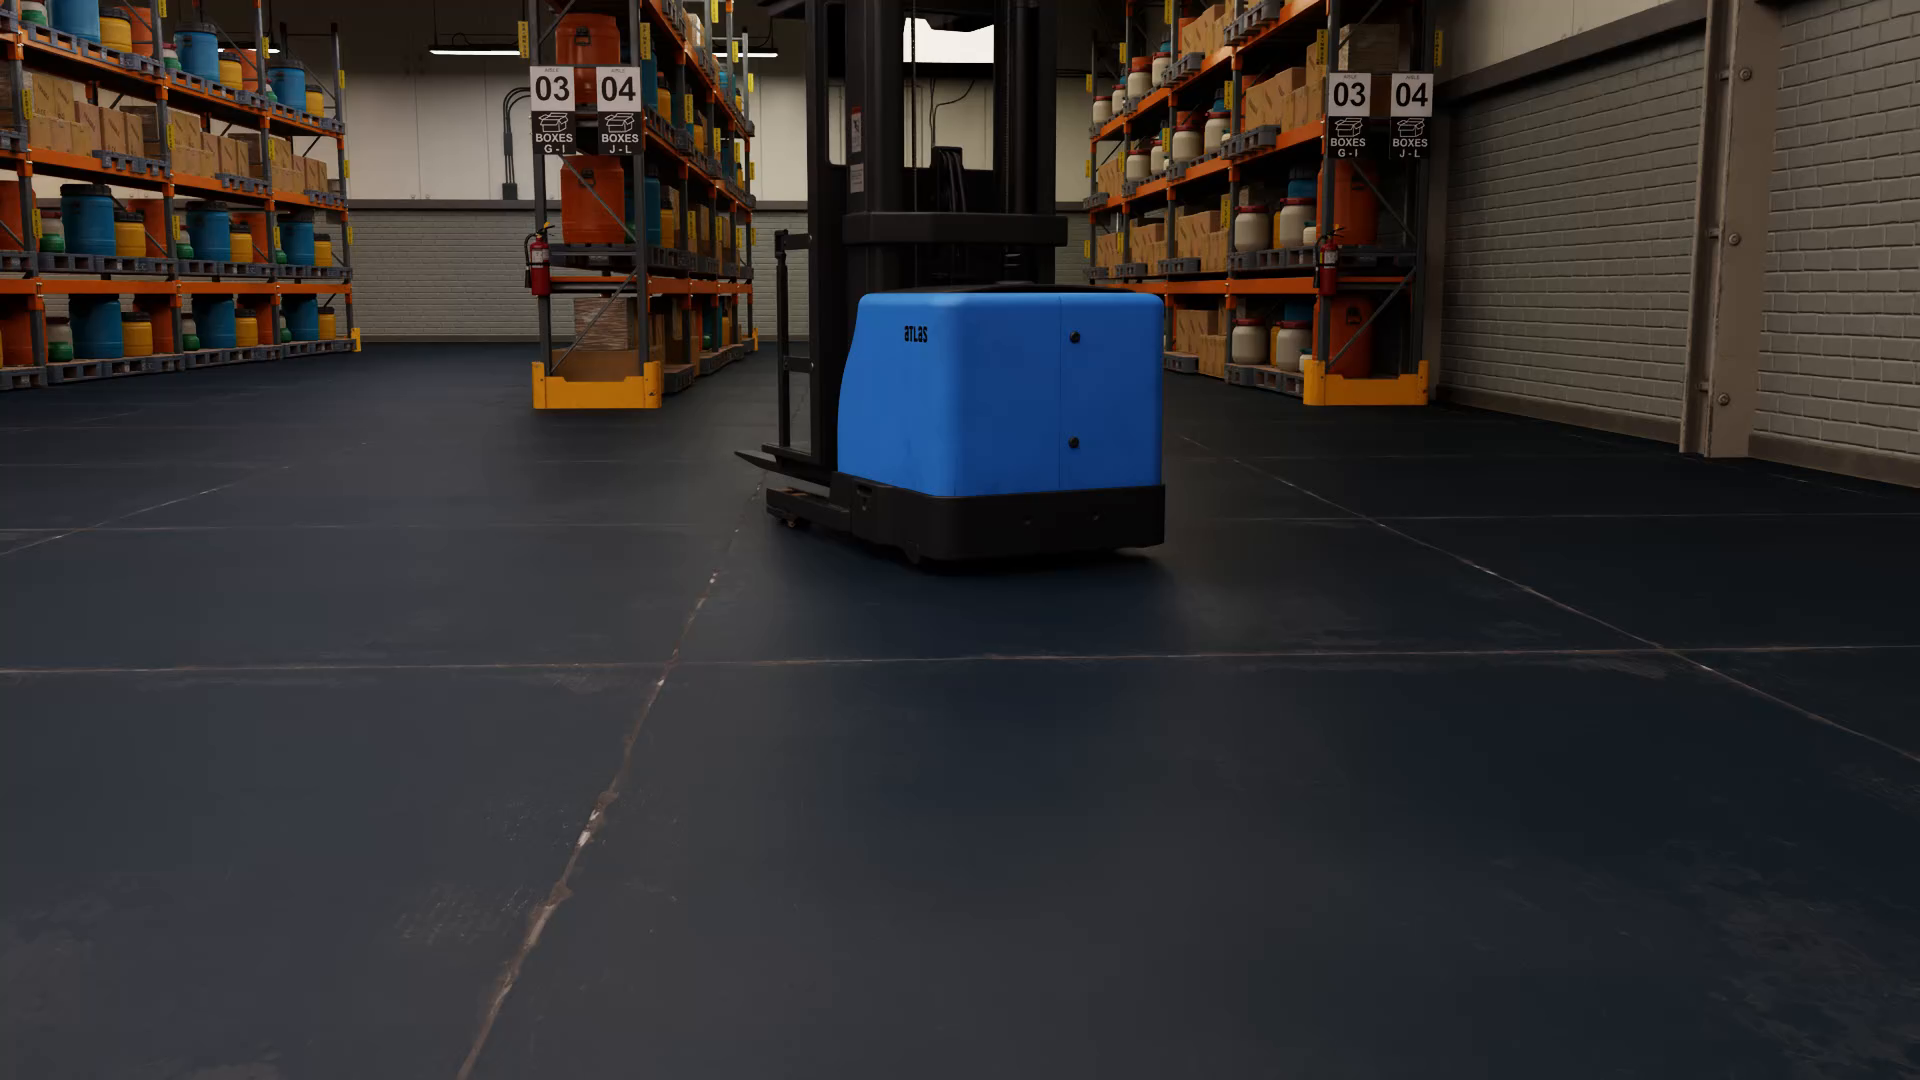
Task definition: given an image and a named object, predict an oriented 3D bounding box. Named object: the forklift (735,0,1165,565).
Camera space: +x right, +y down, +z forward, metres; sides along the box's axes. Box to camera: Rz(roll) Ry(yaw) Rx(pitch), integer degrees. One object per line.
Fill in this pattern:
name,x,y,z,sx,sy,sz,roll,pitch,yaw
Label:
forklift,-0.264,-1.530,7.637,1.130,2.935,3.031,-4,9,-25
